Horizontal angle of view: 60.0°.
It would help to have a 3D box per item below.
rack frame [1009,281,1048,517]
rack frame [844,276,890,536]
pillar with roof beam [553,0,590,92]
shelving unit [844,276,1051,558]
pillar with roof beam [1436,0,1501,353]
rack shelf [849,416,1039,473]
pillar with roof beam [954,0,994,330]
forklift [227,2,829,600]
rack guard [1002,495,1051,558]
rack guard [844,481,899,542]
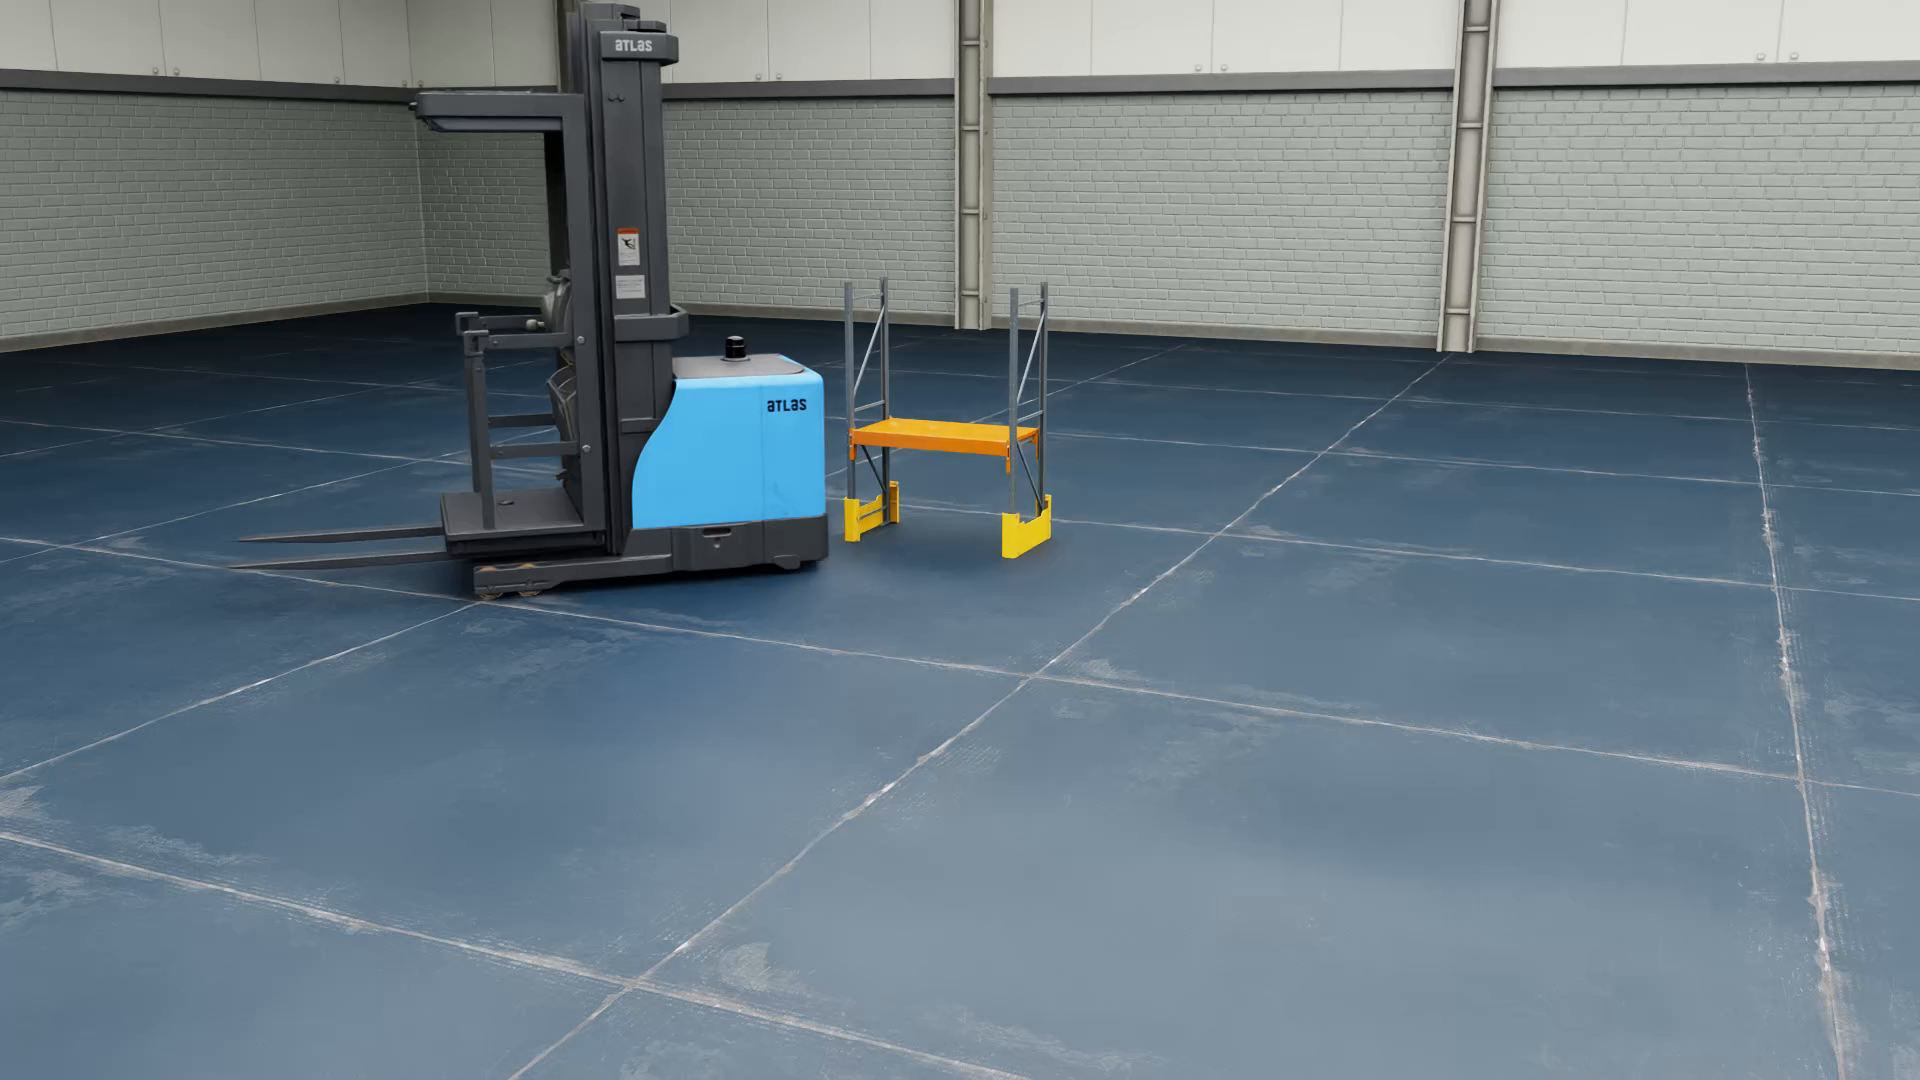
[{"bbox_3d":[0.387,-0.691,9.417,0.032,1.500,0.500,6,14,23],"label":"rack frame"},{"bbox_3d":[-0.543,-0.785,9.818,0.032,1.500,0.500,6,14,23],"label":"rack frame"},{"bbox_3d":[-7.058,-6.752,18.832,0.400,9.000,9.100,6,14,23],"label":"pillar with roof beam"},{"bbox_3d":[-0.070,-0.737,9.614,1.083,1.500,0.587,6,14,23],"label":"shelving unit"},{"bbox_3d":[3.913,-5.642,14.100,0.400,9.000,9.100,6,14,23],"label":"pillar with roof beam"},{"bbox_3d":[-0.078,-0.563,9.658,1.000,0.185,0.538,6,14,23],"label":"rack shelf"},{"bbox_3d":[-1.573,-6.197,16.466,0.400,9.000,9.100,6,14,23],"label":"pillar with roof beam"},{"bbox_3d":[-2.290,-1.259,8.704,3.031,2.935,1.130,-4,14,-18],"label":"forklift"},{"bbox_3d":[0.386,-0.083,9.560,0.087,0.250,0.587,6,14,23],"label":"rack guard"},{"bbox_3d":[-0.525,-0.175,9.953,0.087,0.250,0.587,6,14,23],"label":"rack guard"}]
